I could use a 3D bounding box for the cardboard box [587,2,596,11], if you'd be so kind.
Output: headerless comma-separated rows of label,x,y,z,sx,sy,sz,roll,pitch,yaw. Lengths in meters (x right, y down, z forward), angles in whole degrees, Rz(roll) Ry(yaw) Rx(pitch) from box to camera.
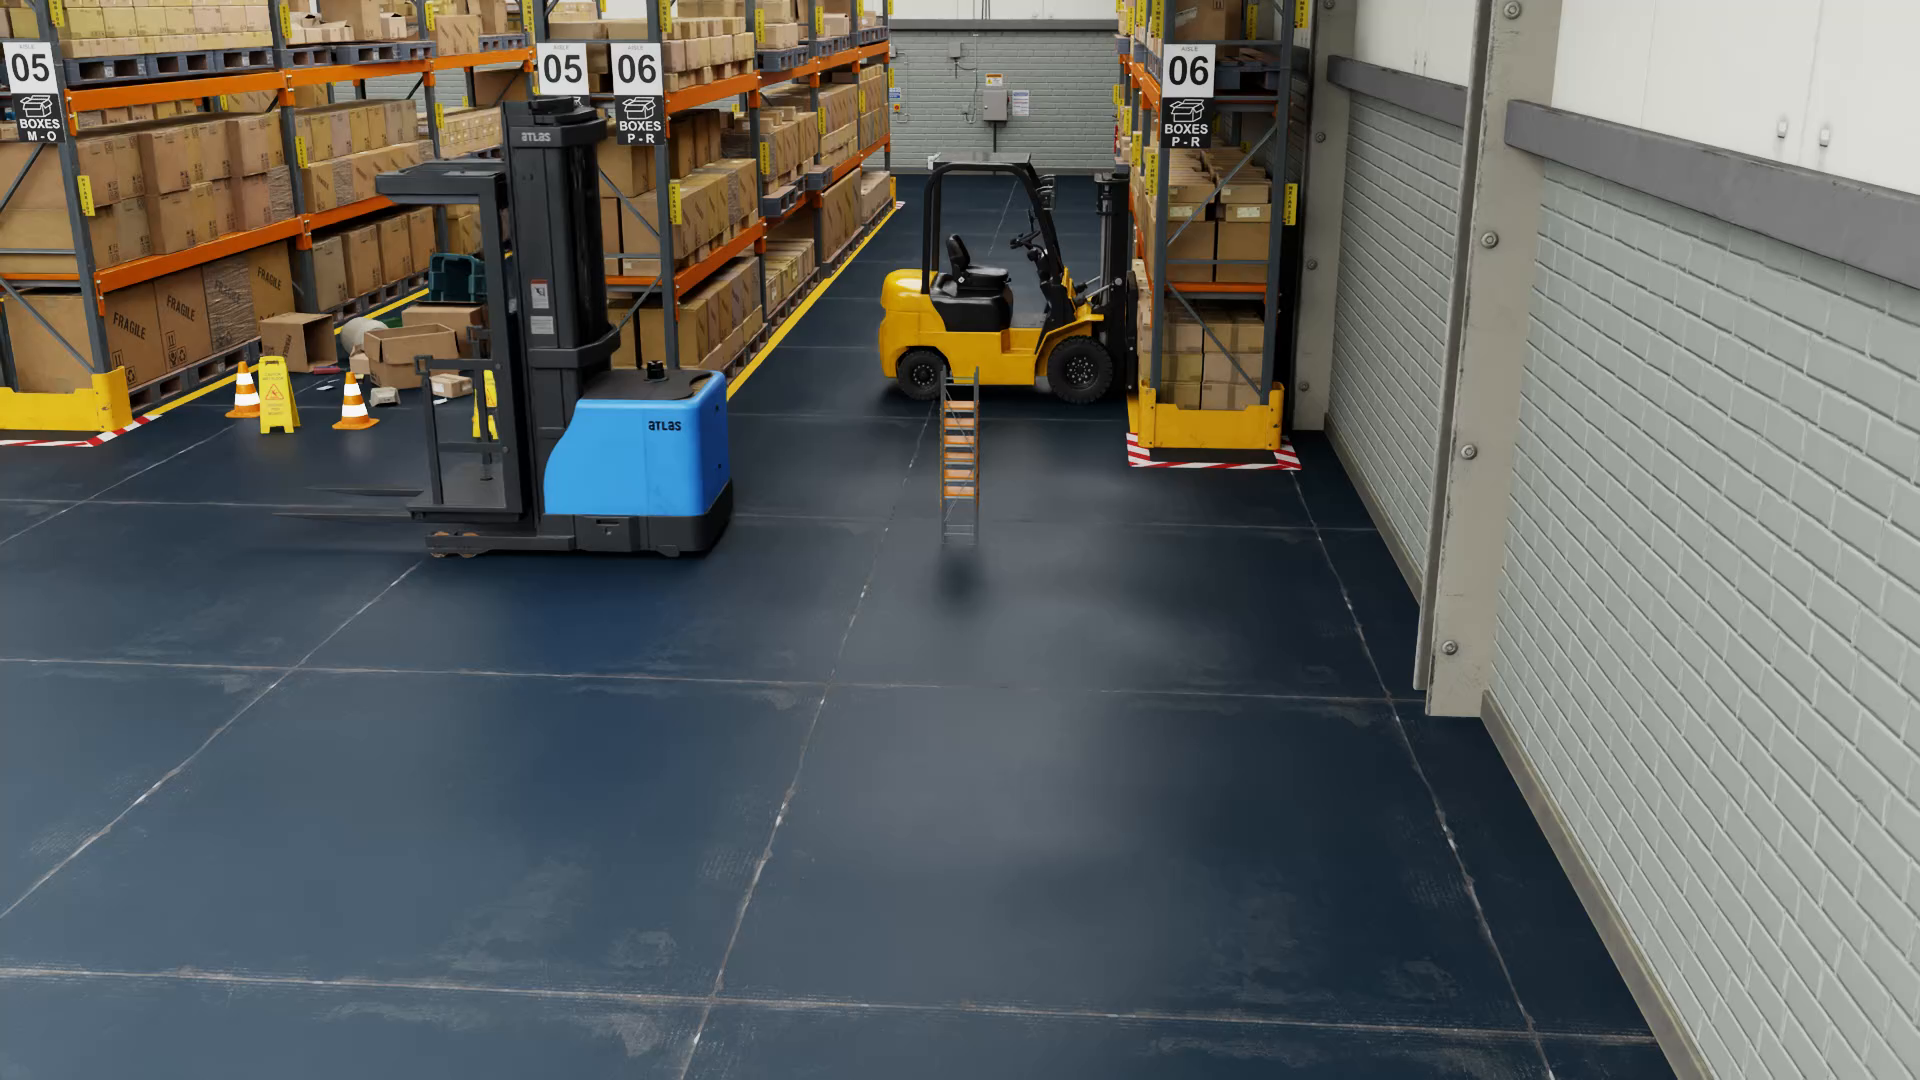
cardboard box,-6.403,-9.069,28.263,0.380,0.149,0.250,1,18,3

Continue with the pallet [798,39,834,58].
pallet,-2.308,-6.371,21.534,1.213,0.211,1.003,2,18,6

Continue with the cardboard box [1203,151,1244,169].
cardboard box,2.576,-3.713,16.259,0.380,0.149,0.250,1,18,3

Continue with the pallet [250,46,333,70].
pallet,-7.516,-5.291,18.243,0.805,0.209,1.217,1,18,2

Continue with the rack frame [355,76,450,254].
rack frame,-7.246,-4.913,21.599,1.000,3.000,0.127,1,18,4

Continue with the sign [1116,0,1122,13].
sign,2.682,-9.062,28.039,0.100,0.325,0.005,1,18,4

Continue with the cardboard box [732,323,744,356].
cardboard box,-2.432,-1.971,16.363,0.500,0.250,0.500,2,18,5

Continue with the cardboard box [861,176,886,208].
cardboard box,-1.733,-5.809,27.774,0.875,0.438,0.875,2,18,5

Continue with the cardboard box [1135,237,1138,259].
cardboard box,2.504,-3.190,19.479,0.875,0.625,0.625,1,18,2

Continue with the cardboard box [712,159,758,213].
cardboard box,-2.372,-3.637,17.066,0.500,0.500,0.500,1,18,3

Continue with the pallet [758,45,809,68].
pallet,-2.367,-5.439,18.690,1.213,0.211,1.003,1,18,4

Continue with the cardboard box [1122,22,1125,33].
cardboard box,2.420,-7.040,22.841,0.380,0.149,0.250,2,18,5

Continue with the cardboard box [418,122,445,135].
cardboard box,-7.020,-5.416,21.909,0.380,0.149,0.250,1,18,4

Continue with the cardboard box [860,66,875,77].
cardboard box,-1.591,-7.636,27.101,0.380,0.149,0.250,2,18,5

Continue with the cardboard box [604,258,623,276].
cardboard box,-3.062,-2.351,14.183,0.380,0.149,0.250,2,18,6

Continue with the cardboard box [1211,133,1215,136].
cardboard box,2.921,-4.891,20.329,0.380,0.149,0.250,2,18,5

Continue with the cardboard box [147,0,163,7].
cardboard box,-7.386,-4.852,14.883,0.380,0.149,0.250,1,18,3

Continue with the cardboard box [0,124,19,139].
cardboard box,-12.125,-4.958,20.901,0.700,0.500,0.500,4,19,12

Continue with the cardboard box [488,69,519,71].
cardboard box,-7.164,-7.132,26.127,0.500,0.500,0.500,1,18,2

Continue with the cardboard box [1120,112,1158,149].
cardboard box,2.585,-5.664,23.055,0.700,0.500,0.500,1,18,4

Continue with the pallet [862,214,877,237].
pallet,-1.882,-4.985,26.299,1.003,0.211,1.213,1,18,4

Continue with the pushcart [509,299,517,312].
pushcart,-4.866,-2.381,18.083,1.648,0.377,0.936,-5,19,-15

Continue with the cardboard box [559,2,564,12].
cardboard box,-6.549,-8.510,26.557,0.380,0.149,0.250,1,18,2

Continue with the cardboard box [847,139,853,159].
cardboard box,-1.833,-5.702,24.247,0.500,0.250,0.500,1,18,3

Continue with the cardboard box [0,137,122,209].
cardboard box,-7.754,-3.127,14.174,0.875,0.550,0.550,1,18,4

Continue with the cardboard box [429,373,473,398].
cardboard box,-4.796,-1.446,15.598,0.380,0.149,0.250,12,22,32

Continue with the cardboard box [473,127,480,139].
cardboard box,-6.920,-5.680,23.192,0.380,0.149,0.250,1,18,3

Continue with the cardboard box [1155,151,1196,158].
cardboard box,2.106,-3.724,16.291,0.380,0.149,0.250,1,18,3

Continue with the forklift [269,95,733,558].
forklift,-3.152,-1.437,11.101,3.031,2.935,1.130,1,18,3

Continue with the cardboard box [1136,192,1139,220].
cardboard box,2.138,-3.573,17.750,0.500,0.250,0.500,2,18,5

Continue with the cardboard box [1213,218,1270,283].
cardboard box,2.389,-2.435,13.875,0.500,0.500,0.500,2,18,6

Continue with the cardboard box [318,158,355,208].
cardboard box,-7.191,-4.032,18.751,0.500,0.500,0.500,1,18,4

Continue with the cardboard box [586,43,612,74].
cardboard box,-3.107,-4.010,13.788,0.500,0.250,0.500,1,18,3

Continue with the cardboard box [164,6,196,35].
cardboard box,-7.422,-4.785,15.320,0.500,0.250,0.500,1,18,4

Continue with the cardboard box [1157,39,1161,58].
cardboard box,1.832,-4.057,13.737,0.380,0.149,0.250,1,18,2

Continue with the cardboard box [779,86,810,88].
cardboard box,-2.342,-6.310,24.096,0.500,0.500,0.500,1,18,4

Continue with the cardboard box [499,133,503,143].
cardboard box,-6.847,-5.872,24.254,0.380,0.149,0.250,0,18,1

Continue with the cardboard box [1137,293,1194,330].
cardboard box,1.855,-2.073,15.068,0.500,0.250,0.500,2,18,5

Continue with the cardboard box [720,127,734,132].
cardboard box,-2.750,-4.282,18.363,0.500,0.500,0.500,1,18,4

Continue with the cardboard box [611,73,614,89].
cardboard box,-3.090,-3.932,14.192,0.380,0.149,0.250,2,18,6

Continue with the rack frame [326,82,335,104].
rack frame,-11.613,-7.540,29.615,1.000,3.000,0.127,1,18,4

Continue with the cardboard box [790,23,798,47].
cardboard box,-2.097,-5.632,18.543,0.500,0.250,0.500,1,18,3

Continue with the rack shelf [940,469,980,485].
rack shelf,-0.001,-0.409,11.274,0.258,0.103,0.180,1,18,4

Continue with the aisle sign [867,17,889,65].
aisle sign,-1.414,-8.569,28.583,0.394,0.787,0.004,1,18,4

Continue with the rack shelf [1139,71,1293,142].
rack shelf,2.219,-3.944,14.981,1.077,0.370,4.000,1,18,4

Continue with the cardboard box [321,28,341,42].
cardboard box,-7.173,-5.653,18.609,0.380,0.149,0.250,1,18,4

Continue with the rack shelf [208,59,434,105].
rack shelf,-7.390,-5.375,19.348,1.077,0.370,4.000,1,18,4

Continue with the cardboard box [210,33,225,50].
cardboard box,-7.313,-4.788,15.969,0.380,0.149,0.250,2,18,5

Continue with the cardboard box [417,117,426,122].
cardboard box,-7.591,-5.755,22.944,0.380,0.149,0.250,1,18,4

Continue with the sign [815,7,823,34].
sign,-1.761,-6.492,20.771,0.100,0.325,0.005,1,18,4

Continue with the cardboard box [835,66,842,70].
cardboard box,-2.137,-7.643,27.122,0.380,0.149,0.250,1,18,4

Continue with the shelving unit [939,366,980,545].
shelving unit,-0.001,-0.566,11.222,0.258,1.200,0.189,1,18,4

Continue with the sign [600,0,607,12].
sign,-6.121,-9.225,28.520,0.100,0.325,0.005,1,18,4
